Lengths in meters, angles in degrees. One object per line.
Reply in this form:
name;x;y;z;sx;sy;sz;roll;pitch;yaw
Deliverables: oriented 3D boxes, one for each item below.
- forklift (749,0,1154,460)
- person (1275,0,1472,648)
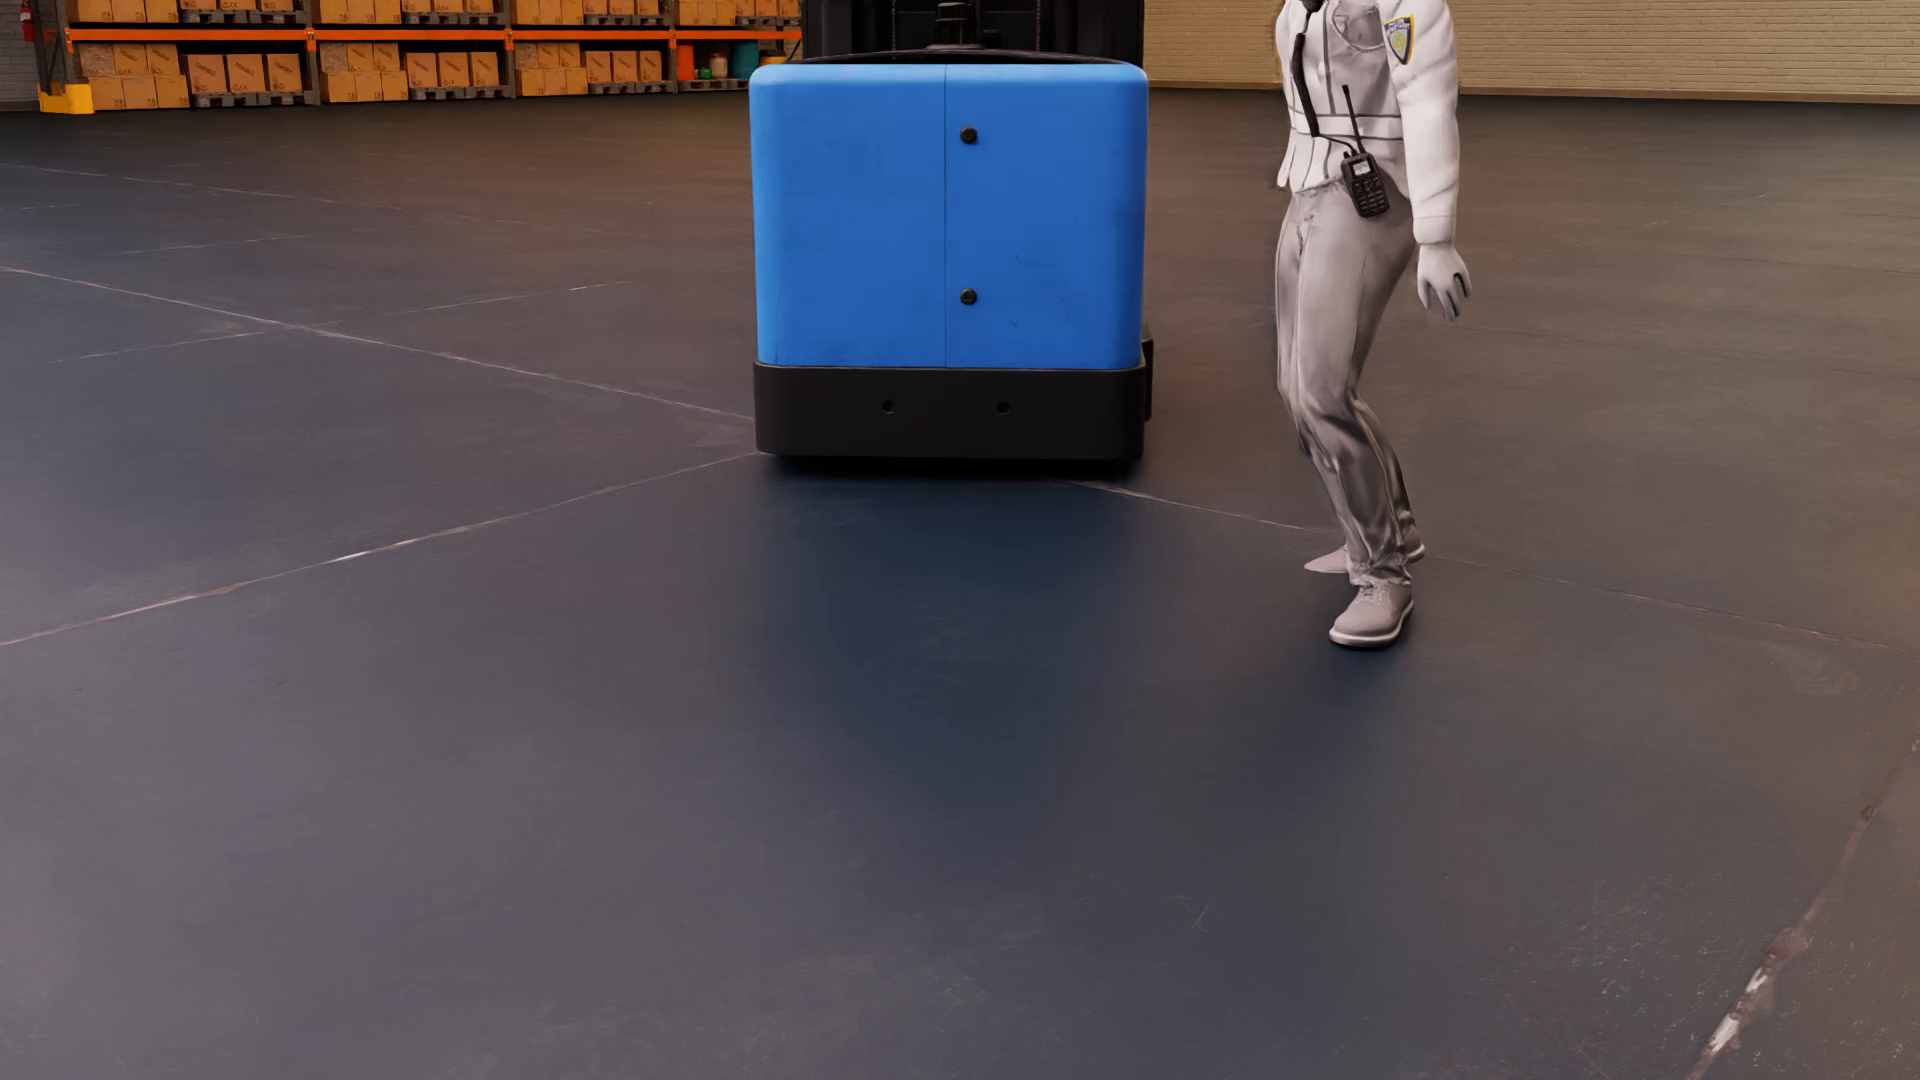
forklift;0.056;-1.990;5.449;1.130;2.935;3.031;1;17;3
person;0.835;-0.649;3.394;0.431;1.644;0.812;0;17;-1
